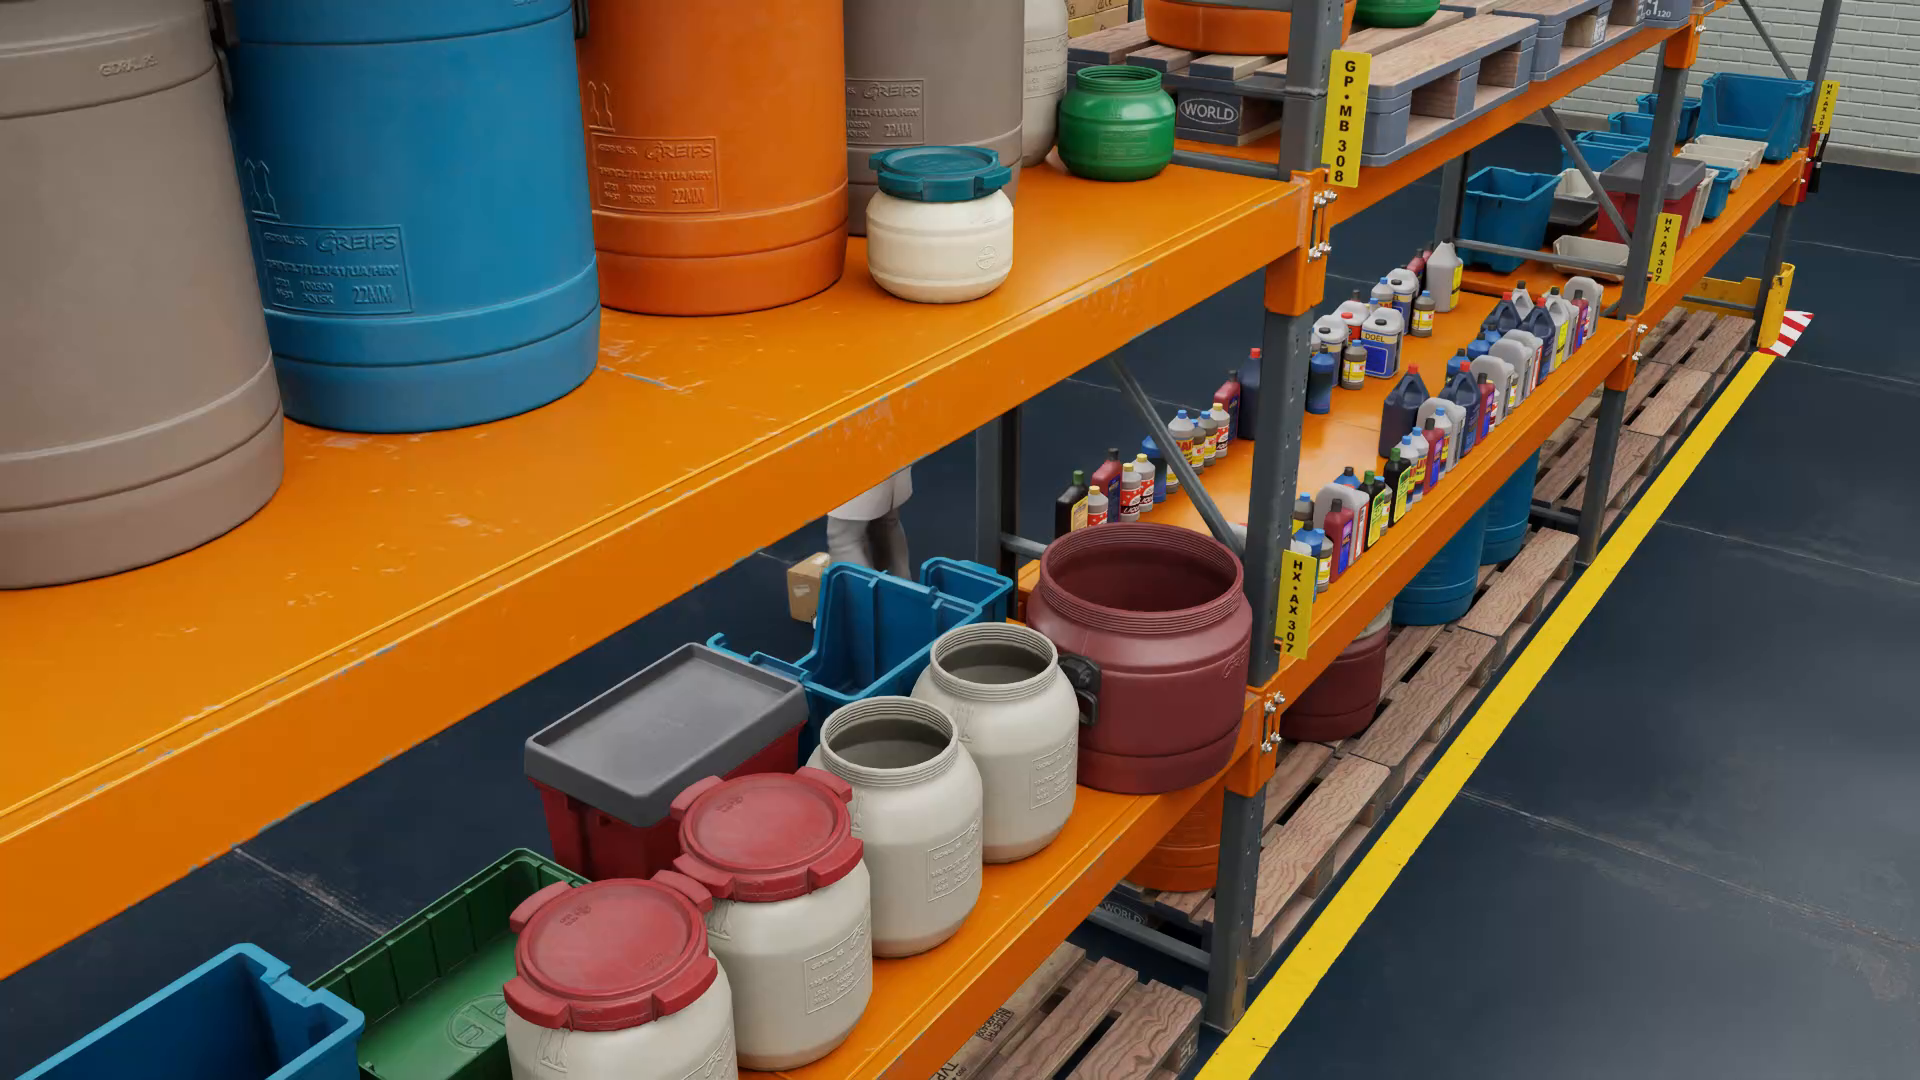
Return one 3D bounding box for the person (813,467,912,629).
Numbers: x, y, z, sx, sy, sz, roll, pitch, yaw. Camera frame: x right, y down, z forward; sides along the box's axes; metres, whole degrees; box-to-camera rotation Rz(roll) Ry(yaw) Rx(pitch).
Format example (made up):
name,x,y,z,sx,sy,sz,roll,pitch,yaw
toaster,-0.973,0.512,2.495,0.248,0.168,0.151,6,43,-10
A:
name,x,y,z,sx,sy,sz,roll,pitch,yaw
person,-0.424,-0.382,7.395,0.426,1.774,0.617,16,31,29
